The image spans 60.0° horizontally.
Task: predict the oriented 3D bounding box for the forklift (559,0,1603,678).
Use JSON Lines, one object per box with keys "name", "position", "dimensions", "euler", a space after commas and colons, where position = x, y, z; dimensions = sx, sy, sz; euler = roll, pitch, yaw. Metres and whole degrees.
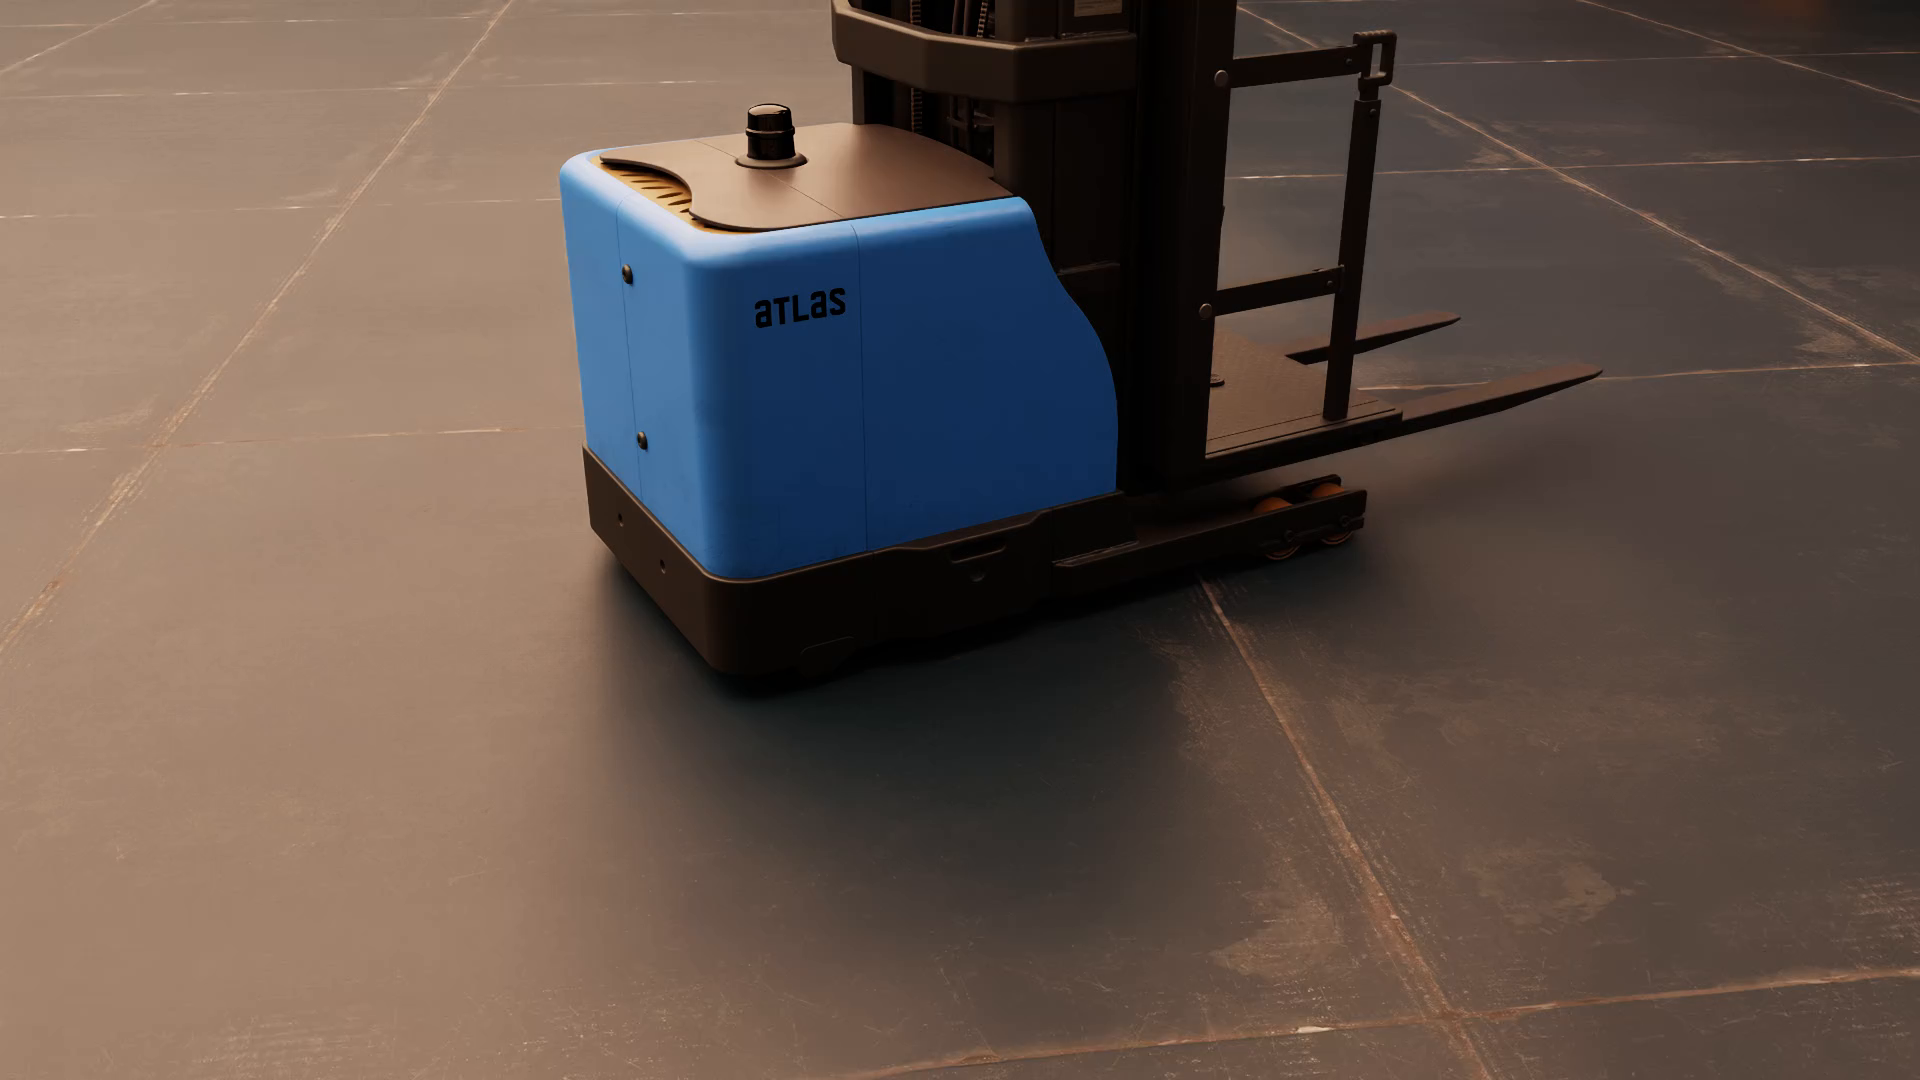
{"name": "forklift", "position": [0.529, -1.451, 4.240], "dimensions": [3.031, 2.935, 1.130], "euler": [-14, 29, -26]}
